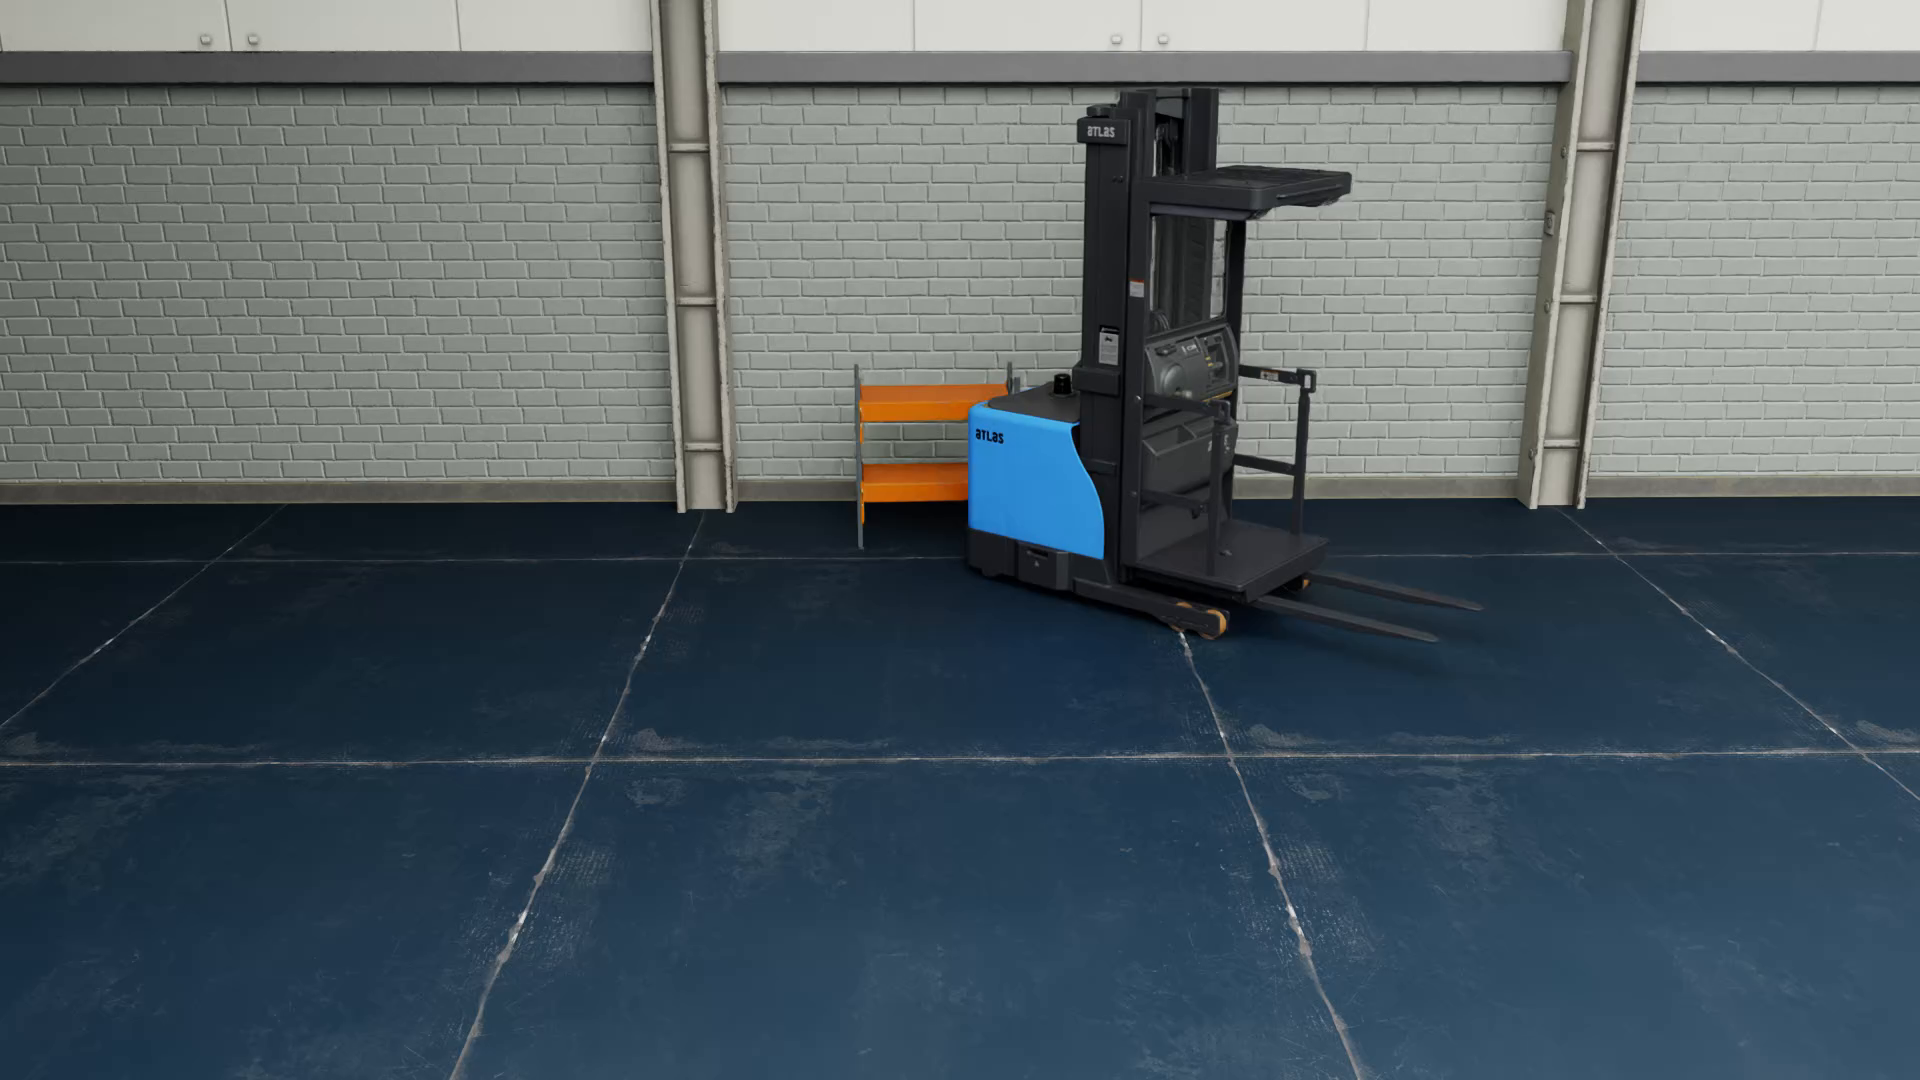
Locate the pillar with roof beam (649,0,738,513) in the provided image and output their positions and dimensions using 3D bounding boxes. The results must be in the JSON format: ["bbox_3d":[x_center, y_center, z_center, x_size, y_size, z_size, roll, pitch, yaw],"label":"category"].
[{"bbox_3d":[-1.718,-3.210,6.322,0.400,9.000,9.100,0,18,-1],"label":"pillar with roof beam"}]

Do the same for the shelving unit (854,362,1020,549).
[{"bbox_3d":[-0.160,-0.564,10.963,1.048,1.125,0.538,-1,18,-4],"label":"shelving unit"}]

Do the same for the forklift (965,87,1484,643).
[{"bbox_3d":[1.500,-1.022,9.434,3.031,2.935,1.130,14,22,36],"label":"forklift"}]

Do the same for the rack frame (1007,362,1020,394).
[{"bbox_3d":[0.347,-0.575,10.999,0.032,1.125,0.500,-1,18,-4],"label":"rack frame"}]

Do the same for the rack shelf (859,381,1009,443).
[{"bbox_3d":[-0.160,-0.842,10.874,1.000,0.278,0.538,-1,18,-4],"label":"rack shelf"}]

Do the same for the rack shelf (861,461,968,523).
[{"bbox_3d":[-0.160,-0.331,11.038,1.000,0.278,0.538,-1,18,-4],"label":"rack shelf"}]

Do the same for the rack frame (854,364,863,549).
[{"bbox_3d":[-0.667,-0.552,10.928,0.032,1.125,0.500,-1,18,-4],"label":"rack frame"}]

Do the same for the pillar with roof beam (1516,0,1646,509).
[{"bbox_3d":[4.281,-3.239,6.413,0.400,9.000,9.100,0,18,-1],"label":"pillar with roof beam"}]
